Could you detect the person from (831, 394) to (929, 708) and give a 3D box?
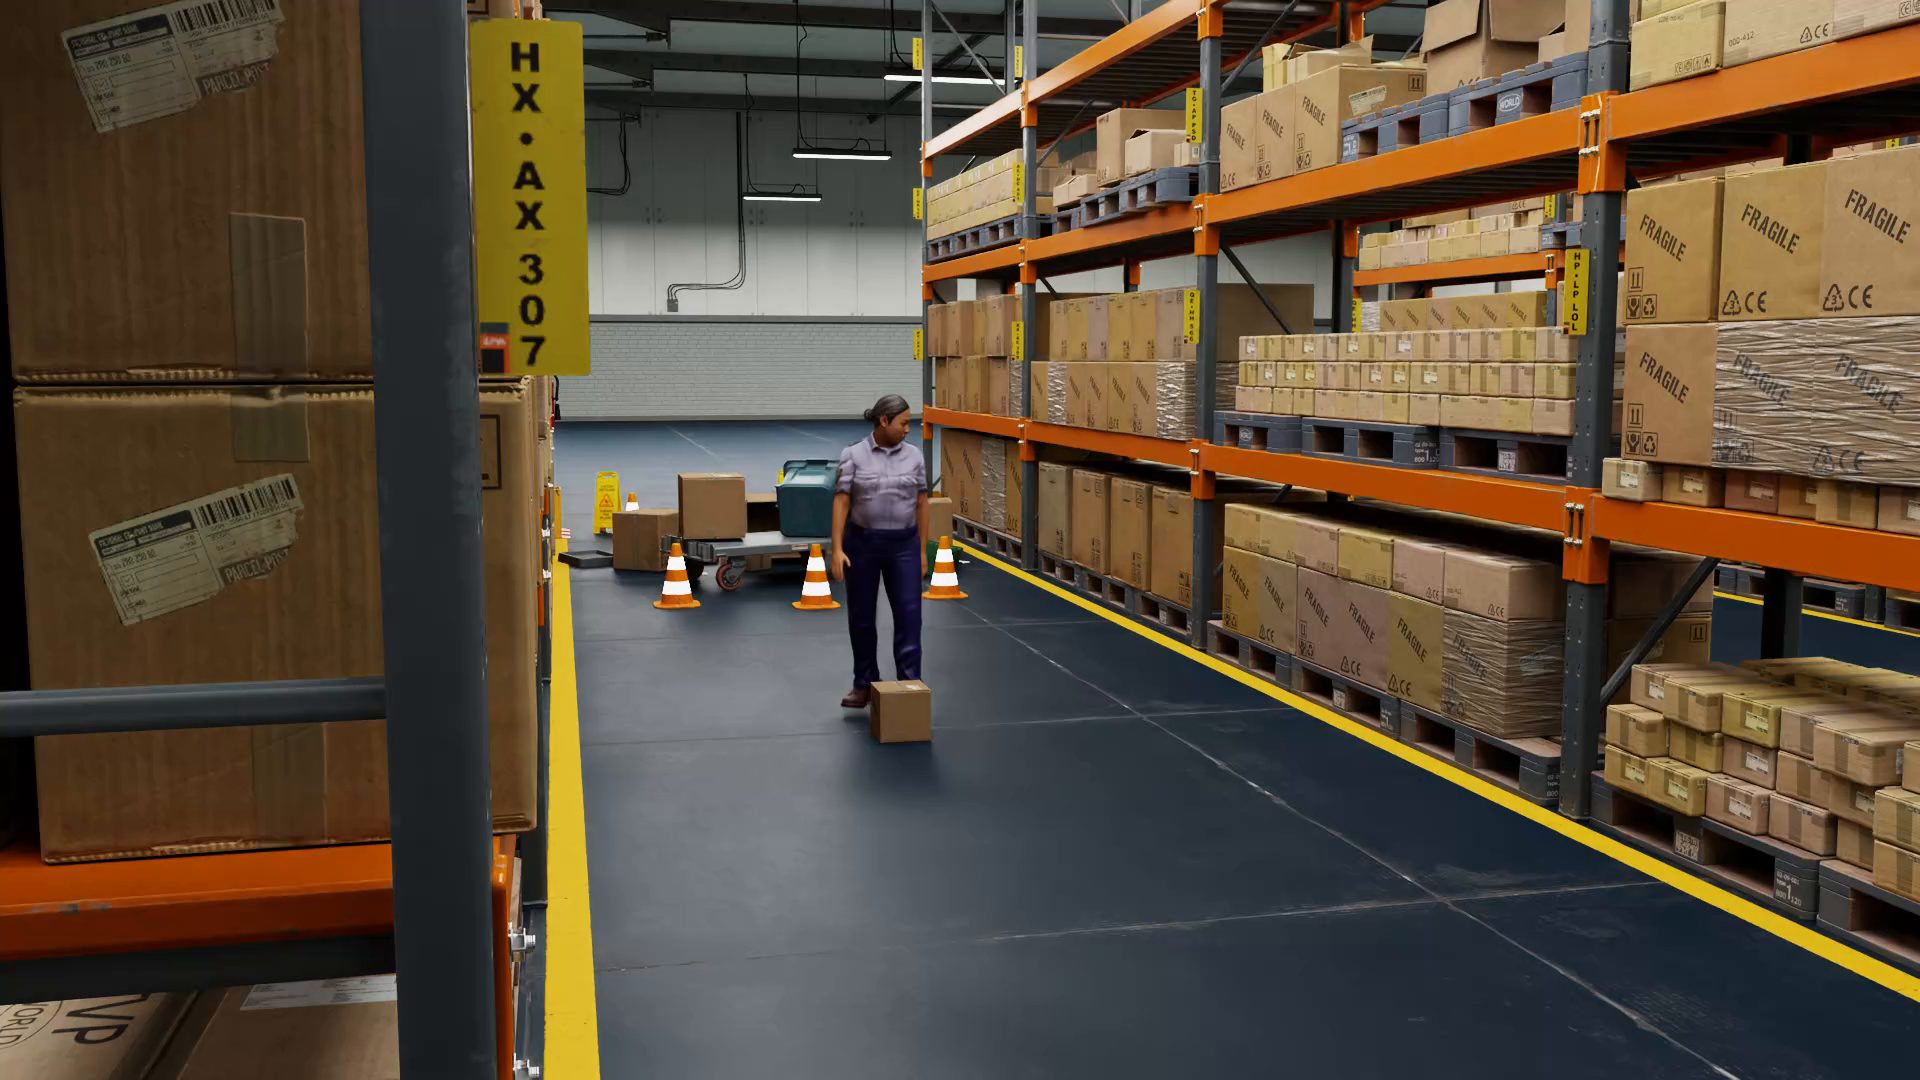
[{"bbox_3d":[-0.398,0.081,8.387,0.513,1.626,0.746,-1,6,-7],"label":"person"}]
